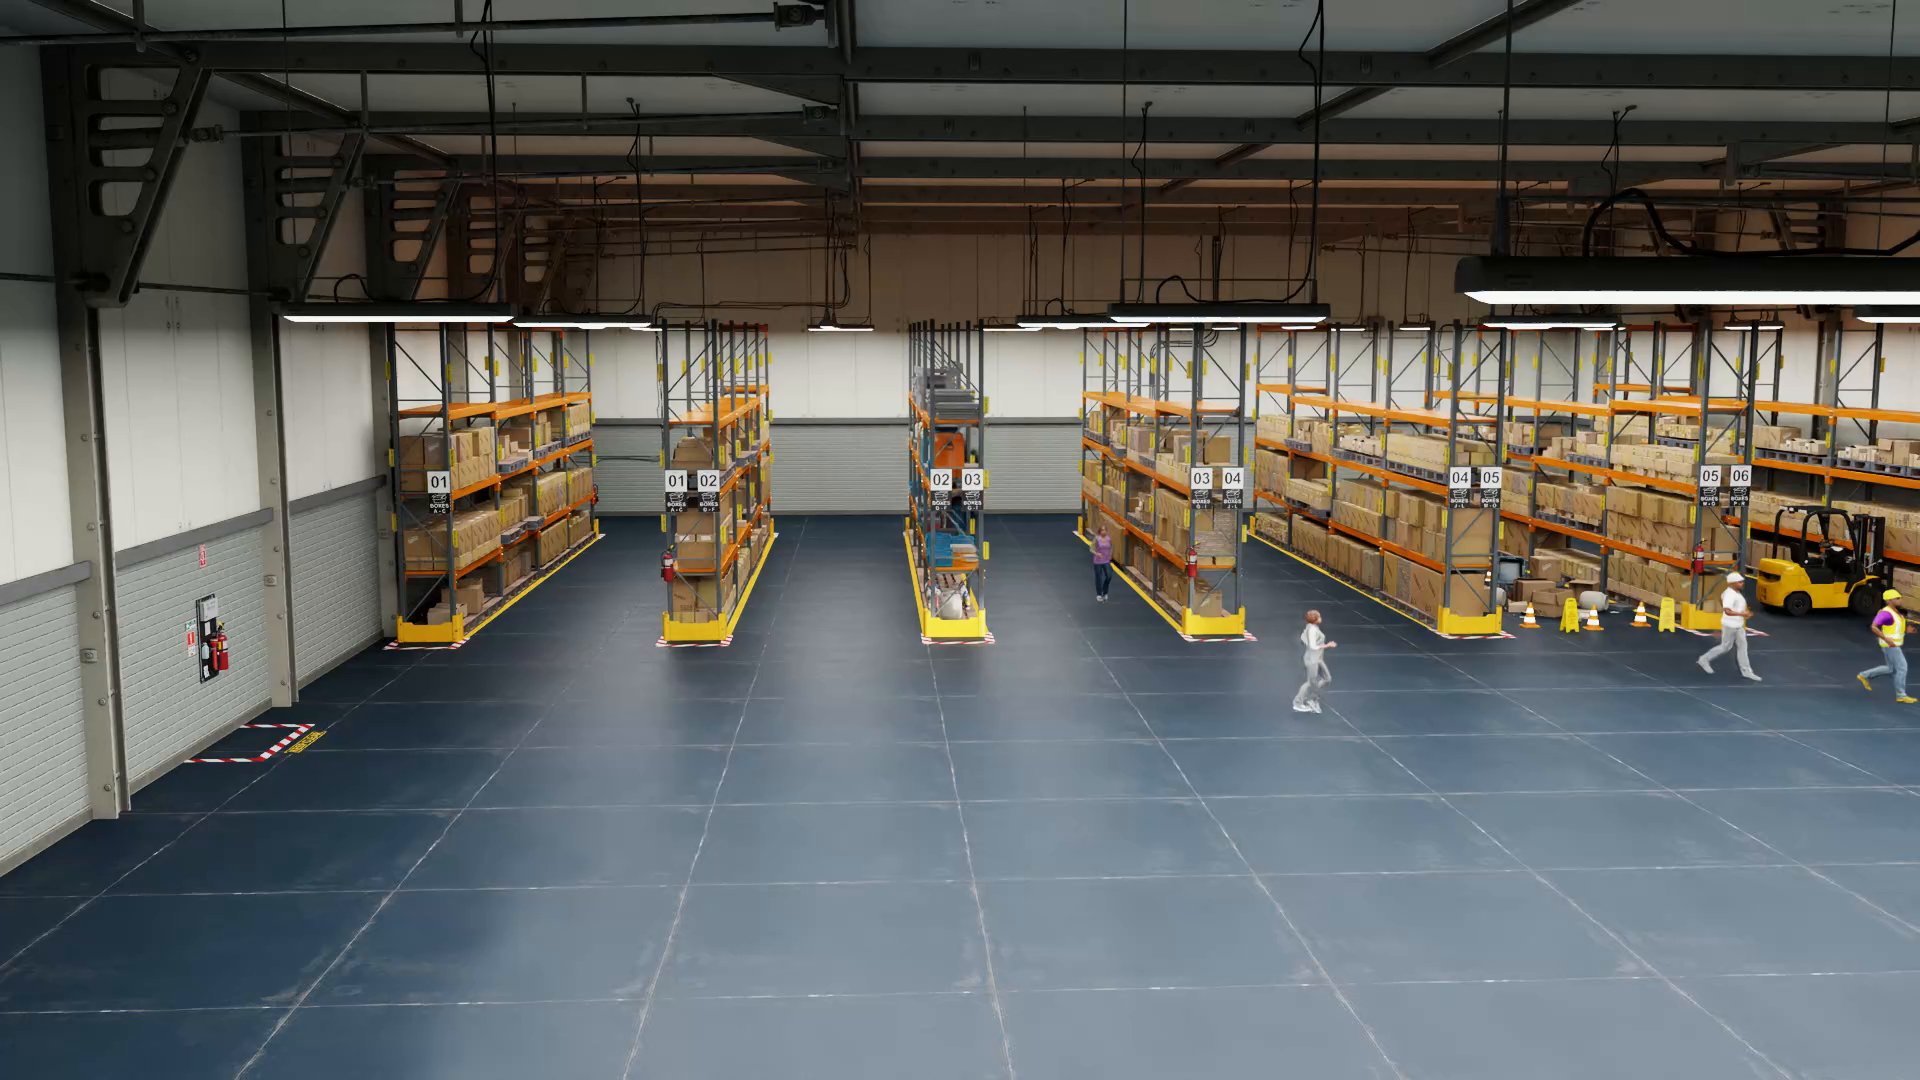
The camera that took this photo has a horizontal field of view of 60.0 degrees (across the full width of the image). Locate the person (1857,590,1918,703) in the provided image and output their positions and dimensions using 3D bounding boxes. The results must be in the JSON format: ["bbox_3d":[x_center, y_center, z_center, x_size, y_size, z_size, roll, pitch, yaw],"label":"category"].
[{"bbox_3d":[14.559,1.646,26.037,0.907,1.745,0.714,6,9,40],"label":"person"}]

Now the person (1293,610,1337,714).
[{"bbox_3d":[5.357,1.850,25.075,0.639,1.594,0.517,2,7,19],"label":"person"}]

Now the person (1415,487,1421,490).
[{"bbox_3d":[13.737,-1.226,49.582,0.686,1.735,0.724,3,8,24],"label":"person"}]

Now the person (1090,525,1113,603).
[{"bbox_3d":[2.898,0.502,33.776,0.541,1.592,0.608,-1,7,-11],"label":"person"}]

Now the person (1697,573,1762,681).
[{"bbox_3d":[12.798,1.423,27.579,0.986,1.768,0.699,6,9,40],"label":"person"}]
